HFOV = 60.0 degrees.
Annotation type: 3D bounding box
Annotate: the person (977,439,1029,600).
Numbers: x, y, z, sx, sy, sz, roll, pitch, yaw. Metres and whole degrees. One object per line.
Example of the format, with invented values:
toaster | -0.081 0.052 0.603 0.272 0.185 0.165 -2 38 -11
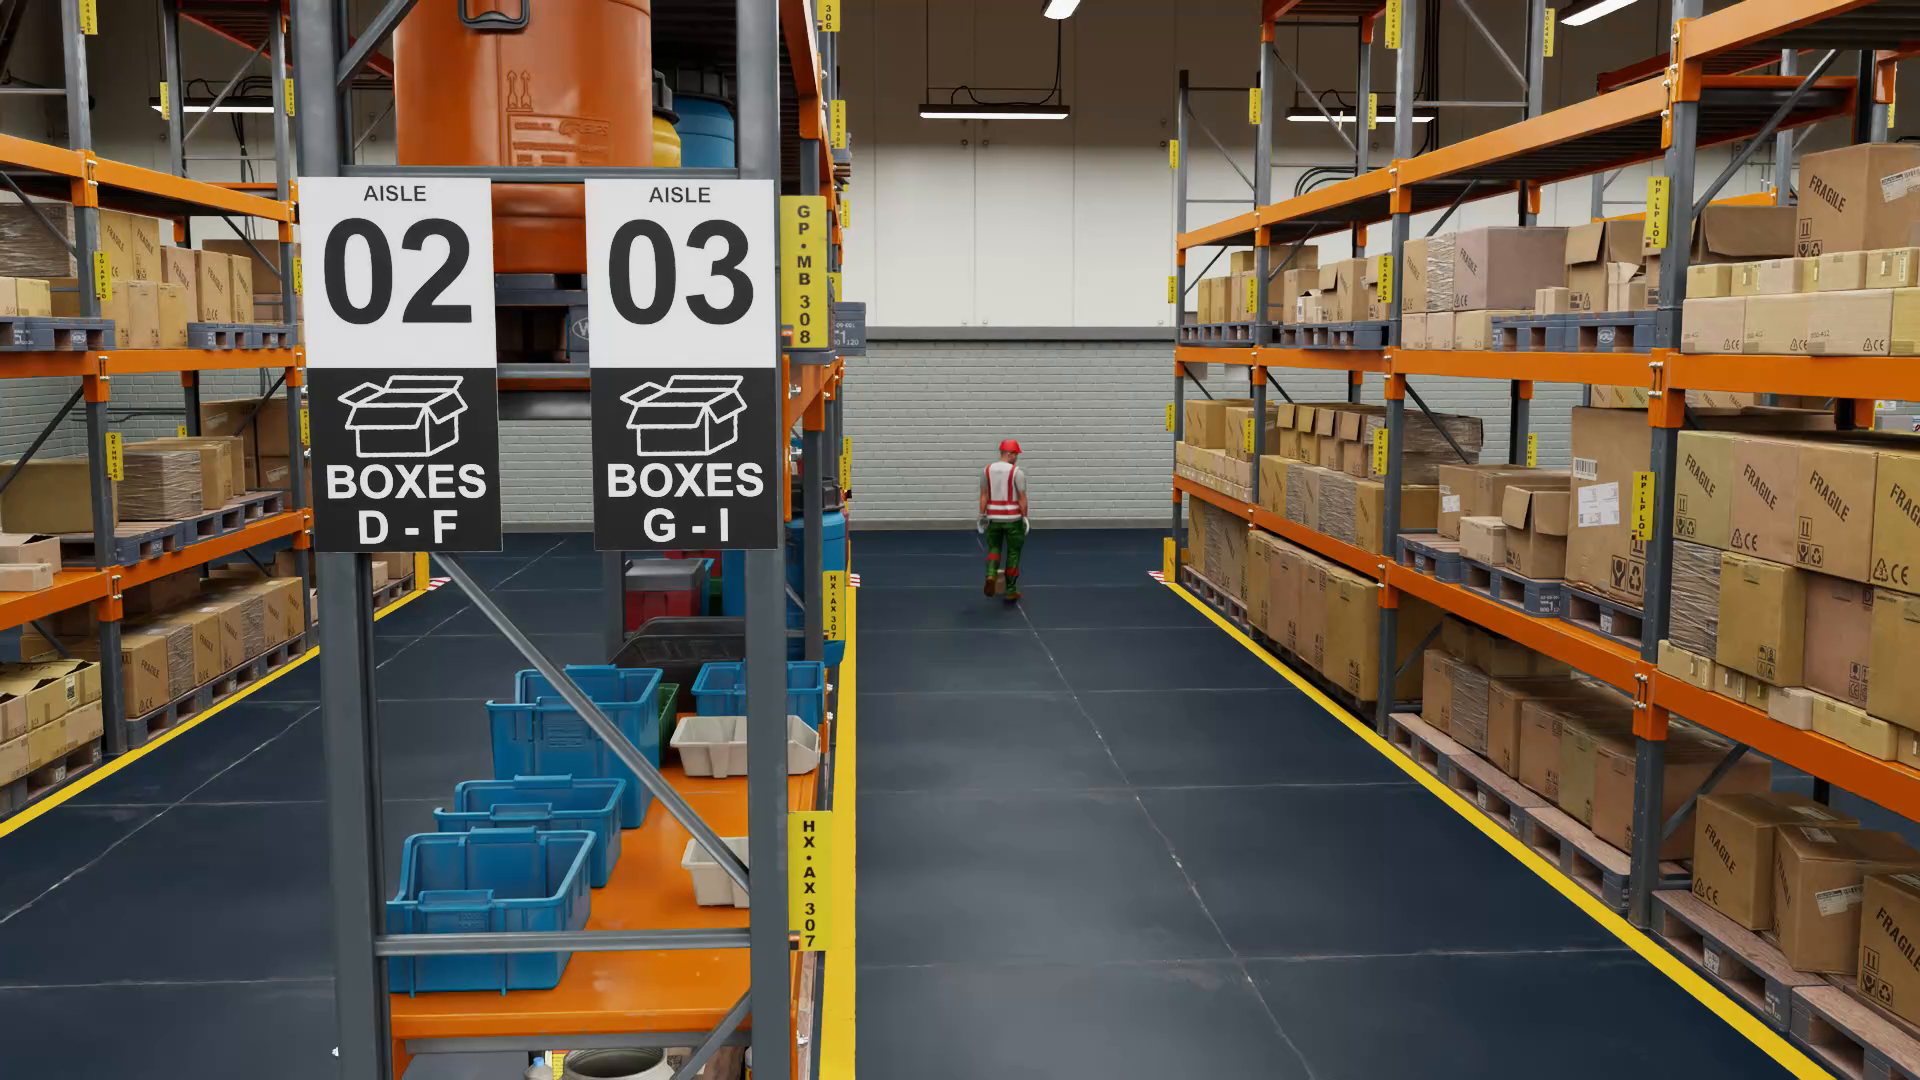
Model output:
person | 0.495 -0.226 18.351 0.586 1.775 0.513 3 7 25
